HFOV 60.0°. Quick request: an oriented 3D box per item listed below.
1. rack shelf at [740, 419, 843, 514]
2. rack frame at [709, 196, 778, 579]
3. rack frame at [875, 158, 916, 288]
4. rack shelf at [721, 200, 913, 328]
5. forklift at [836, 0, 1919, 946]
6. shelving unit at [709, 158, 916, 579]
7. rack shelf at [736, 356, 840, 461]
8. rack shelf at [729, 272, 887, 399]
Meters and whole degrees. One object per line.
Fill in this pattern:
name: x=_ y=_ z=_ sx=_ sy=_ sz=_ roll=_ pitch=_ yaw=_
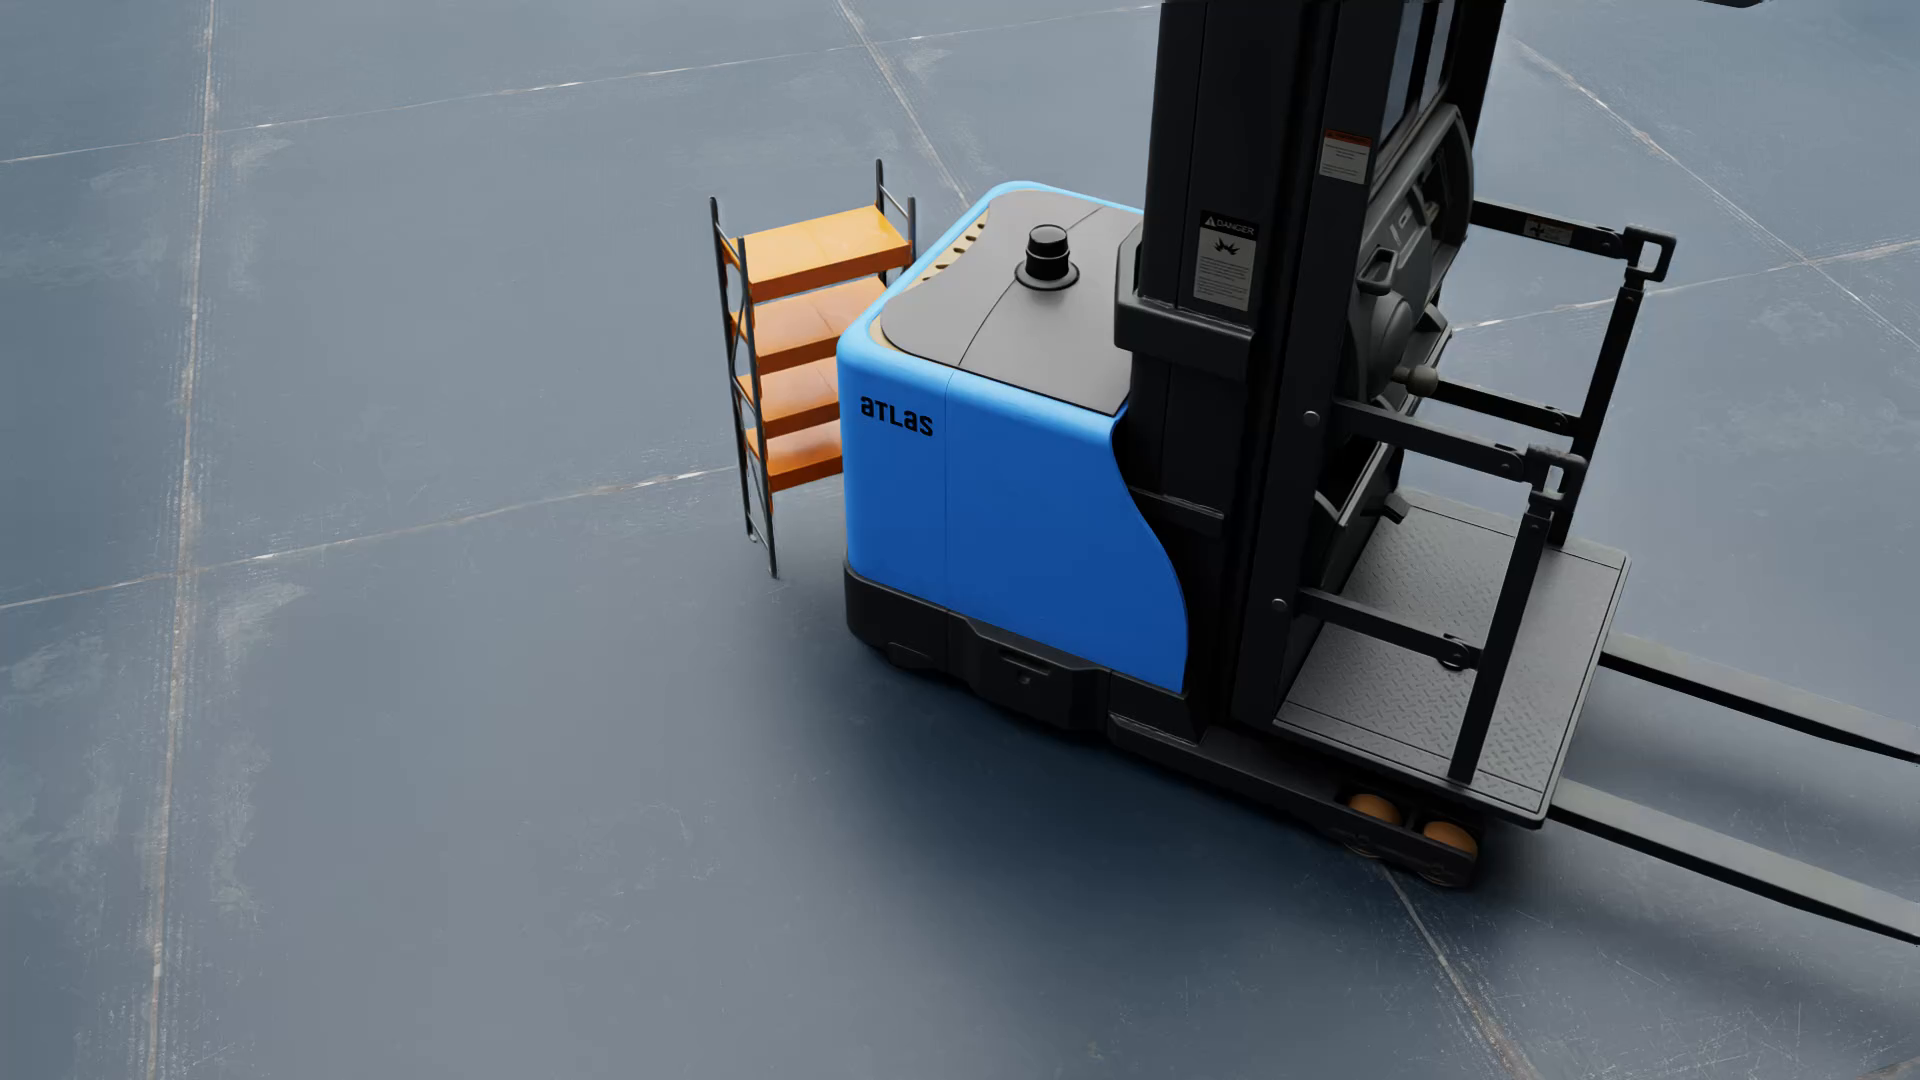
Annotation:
rack shelf: x=-0.399 y=-0.274 z=5.056 sx=0.480 sy=0.148 sz=0.258 roll=-17 pitch=44 yaw=-19
rack frame: x=-0.619 y=-0.405 z=4.802 sx=0.015 sy=1.200 sz=0.240 roll=-17 pitch=44 yaw=-19
rack frame: x=-0.179 y=-0.544 z=4.961 sx=0.015 sy=1.200 sz=0.240 roll=-17 pitch=44 yaw=-19
rack shelf: x=-0.399 y=-0.771 z=4.623 sx=0.480 sy=0.148 sz=0.258 roll=-17 pitch=44 yaw=-19
forklift: x=1.214 y=-0.626 z=3.739 sx=3.031 sy=2.935 sz=1.130 roll=19 pitch=45 yaw=21
shelving unit: x=-0.399 y=-0.475 z=4.881 sx=0.503 sy=1.200 sz=0.258 roll=-17 pitch=44 yaw=-19
rack shelf: x=-0.399 y=-0.424 z=4.926 sx=0.480 sy=0.148 sz=0.258 roll=-17 pitch=44 yaw=-19
rack shelf: x=-0.399 y=-0.592 z=4.778 sx=0.480 sy=0.148 sz=0.258 roll=-17 pitch=44 yaw=-19
